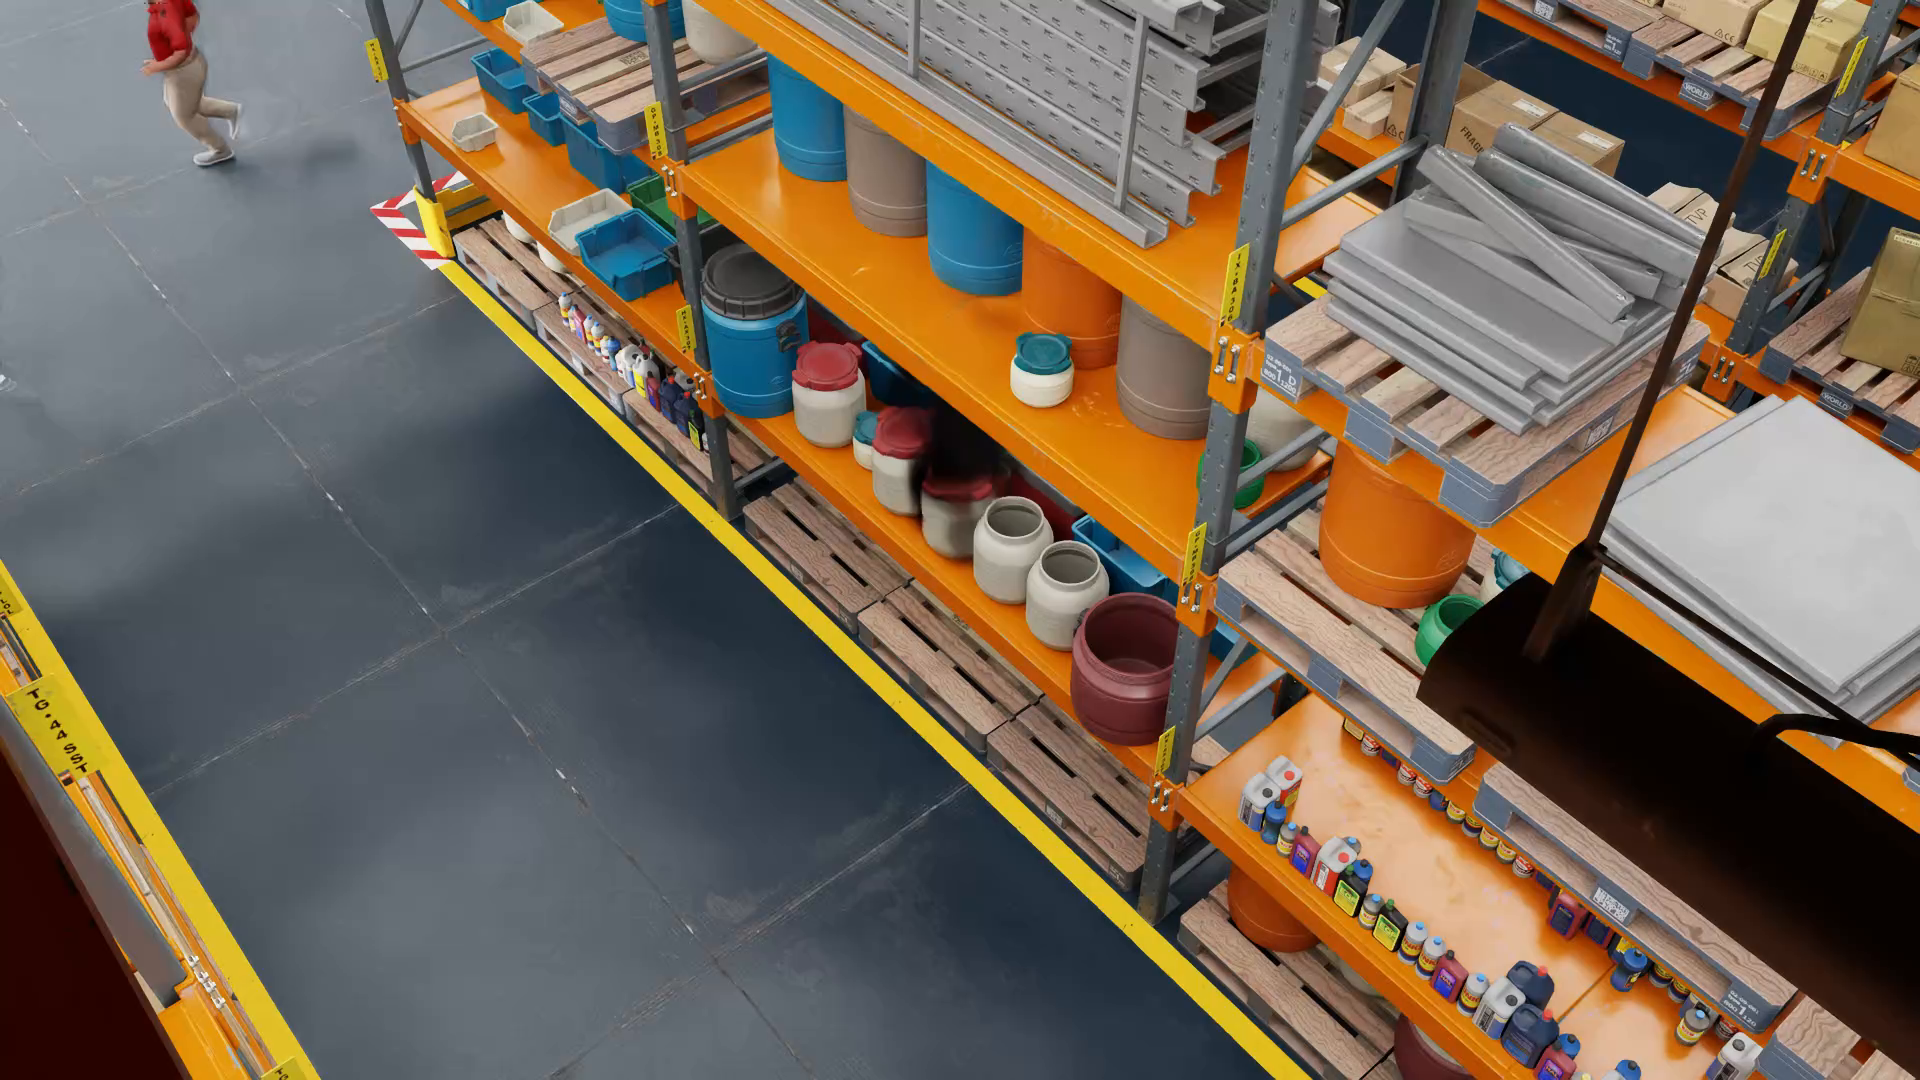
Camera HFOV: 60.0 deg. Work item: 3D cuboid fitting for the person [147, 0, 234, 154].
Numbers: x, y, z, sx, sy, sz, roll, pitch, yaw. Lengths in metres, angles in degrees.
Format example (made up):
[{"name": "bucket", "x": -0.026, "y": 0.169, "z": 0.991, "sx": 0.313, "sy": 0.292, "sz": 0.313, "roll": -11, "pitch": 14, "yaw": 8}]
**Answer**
[{"name": "person", "x": -6.276, "y": -3.768, "z": 13.488, "sx": 0.511, "sy": 1.396, "sz": 0.641, "roll": -11, "pitch": 47, "yaw": -10}]
